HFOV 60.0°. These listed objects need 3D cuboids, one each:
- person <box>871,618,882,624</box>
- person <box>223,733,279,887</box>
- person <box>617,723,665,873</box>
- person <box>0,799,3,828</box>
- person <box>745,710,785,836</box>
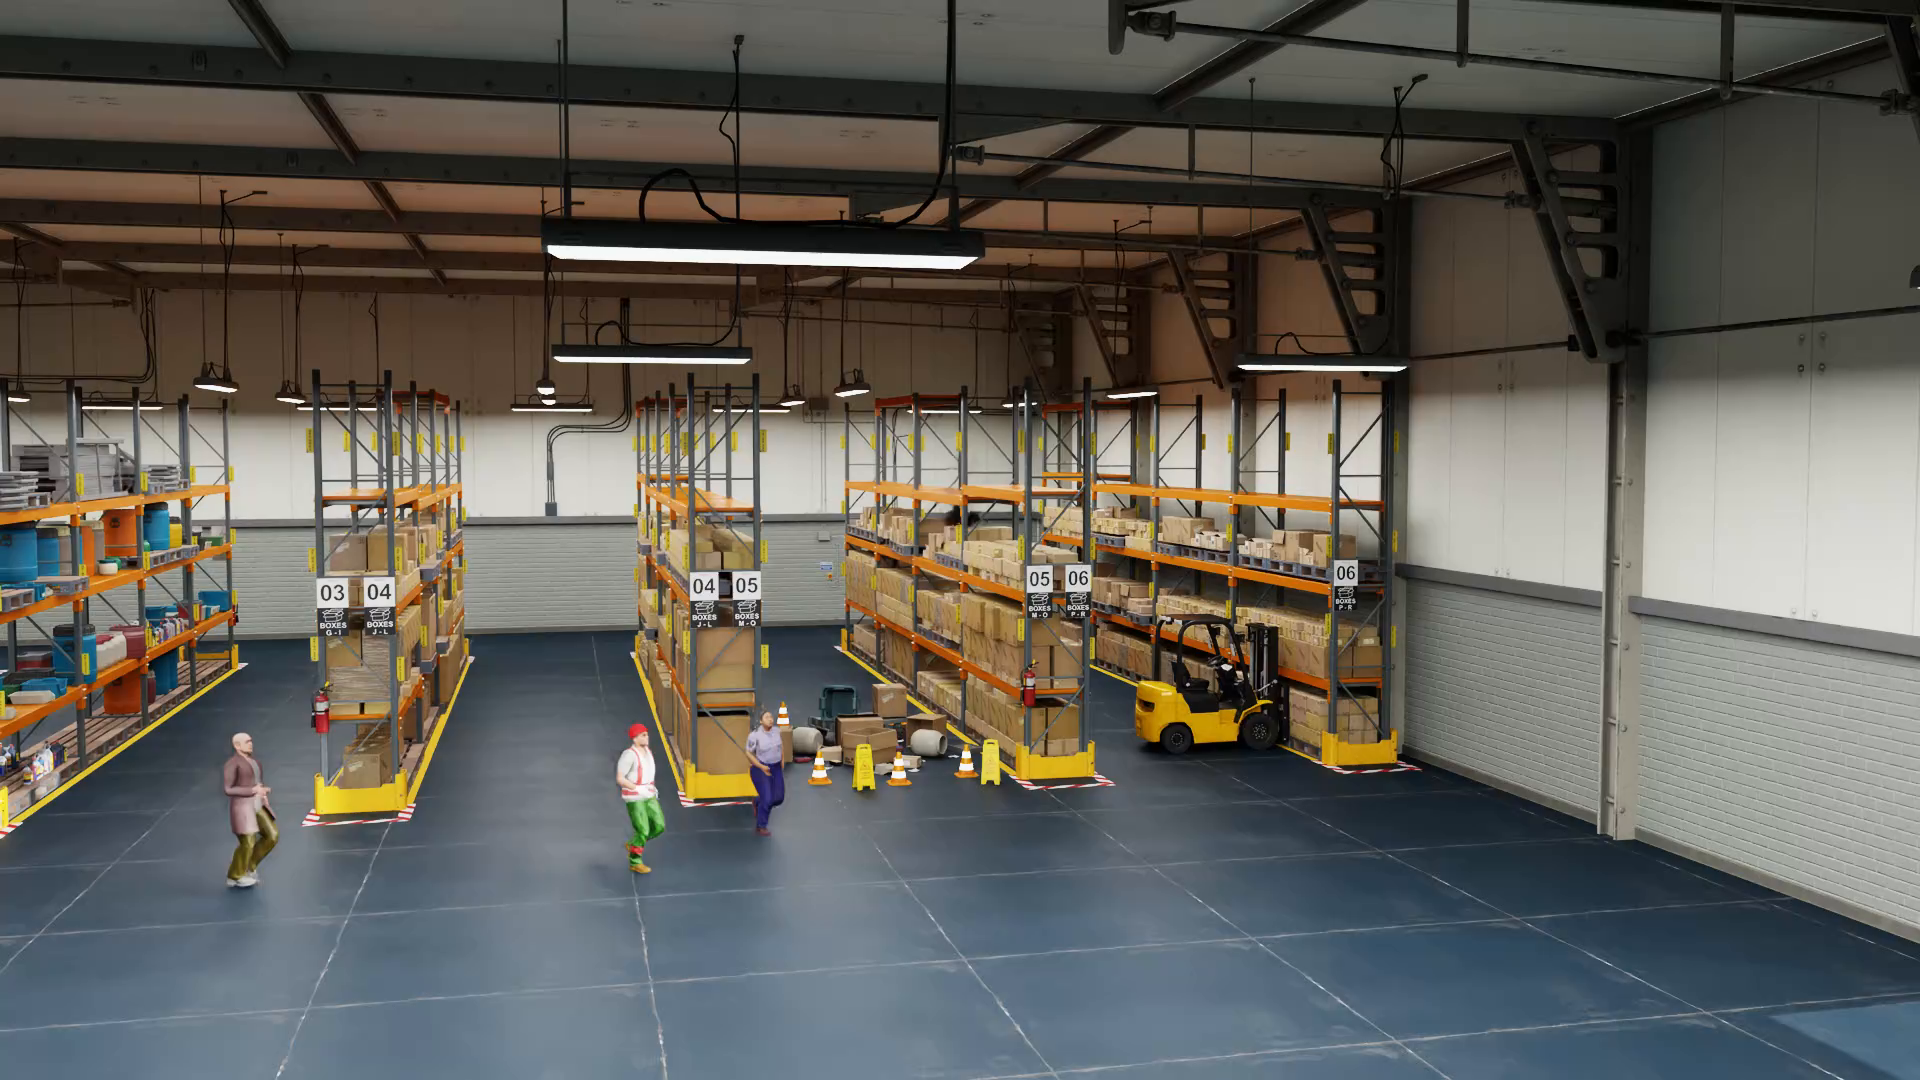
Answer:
[{"bbox_3d":[-1.978,1.786,41.921,0.593,1.553,0.764,1,3,10],"label":"person"},{"bbox_3d":[-7.952,3.044,18.709,0.661,1.762,0.694,1,3,14],"label":"person"},{"bbox_3d":[-3.729,3.005,19.372,0.586,1.745,0.661,2,4,26],"label":"person"},{"bbox_3d":[-11.608,3.004,19.607,0.799,1.840,0.735,1,4,21],"label":"person"},{"bbox_3d":[-2.511,2.975,21.391,0.621,1.617,0.619,-3,5,-43],"label":"person"}]
